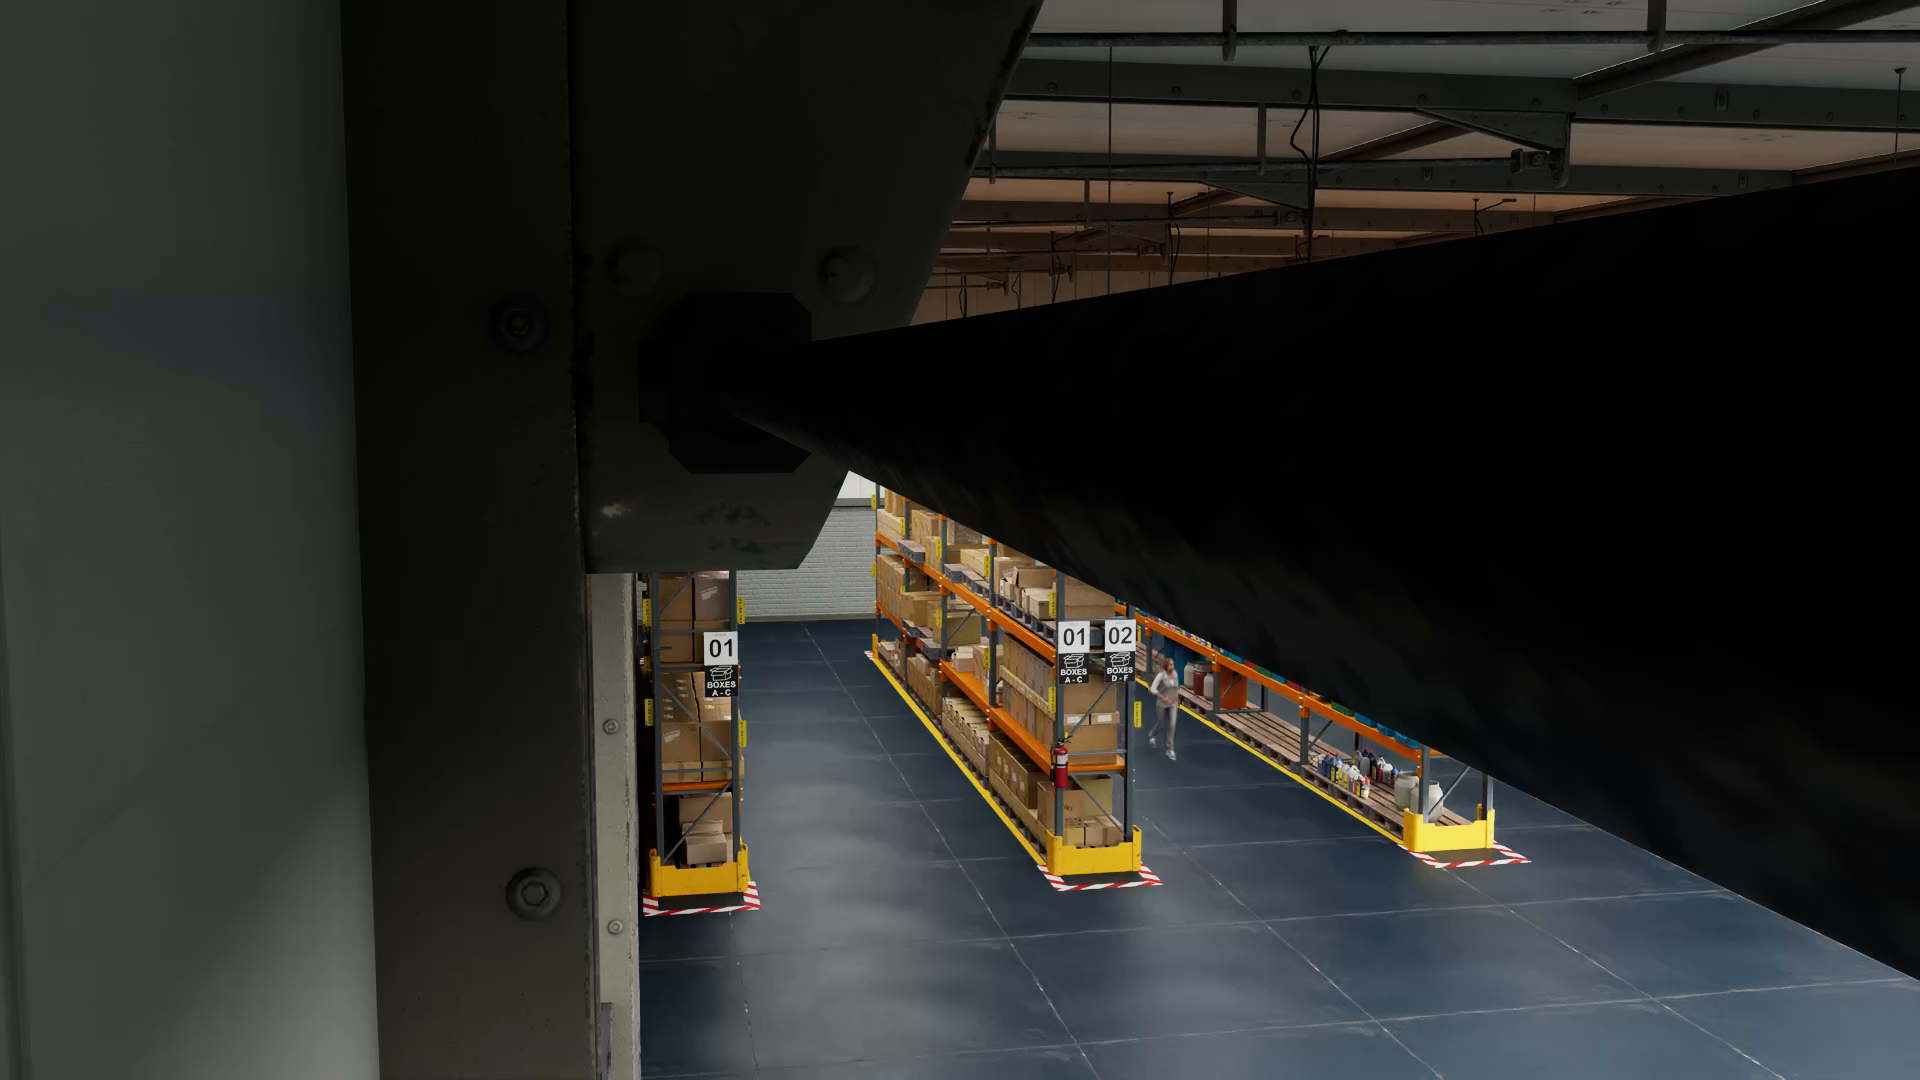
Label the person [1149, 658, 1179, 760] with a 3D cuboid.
[{"bbox_3d":[3.316,2.677,26.839,0.566,1.589,0.858,-3,6,-23],"label":"person"}]
